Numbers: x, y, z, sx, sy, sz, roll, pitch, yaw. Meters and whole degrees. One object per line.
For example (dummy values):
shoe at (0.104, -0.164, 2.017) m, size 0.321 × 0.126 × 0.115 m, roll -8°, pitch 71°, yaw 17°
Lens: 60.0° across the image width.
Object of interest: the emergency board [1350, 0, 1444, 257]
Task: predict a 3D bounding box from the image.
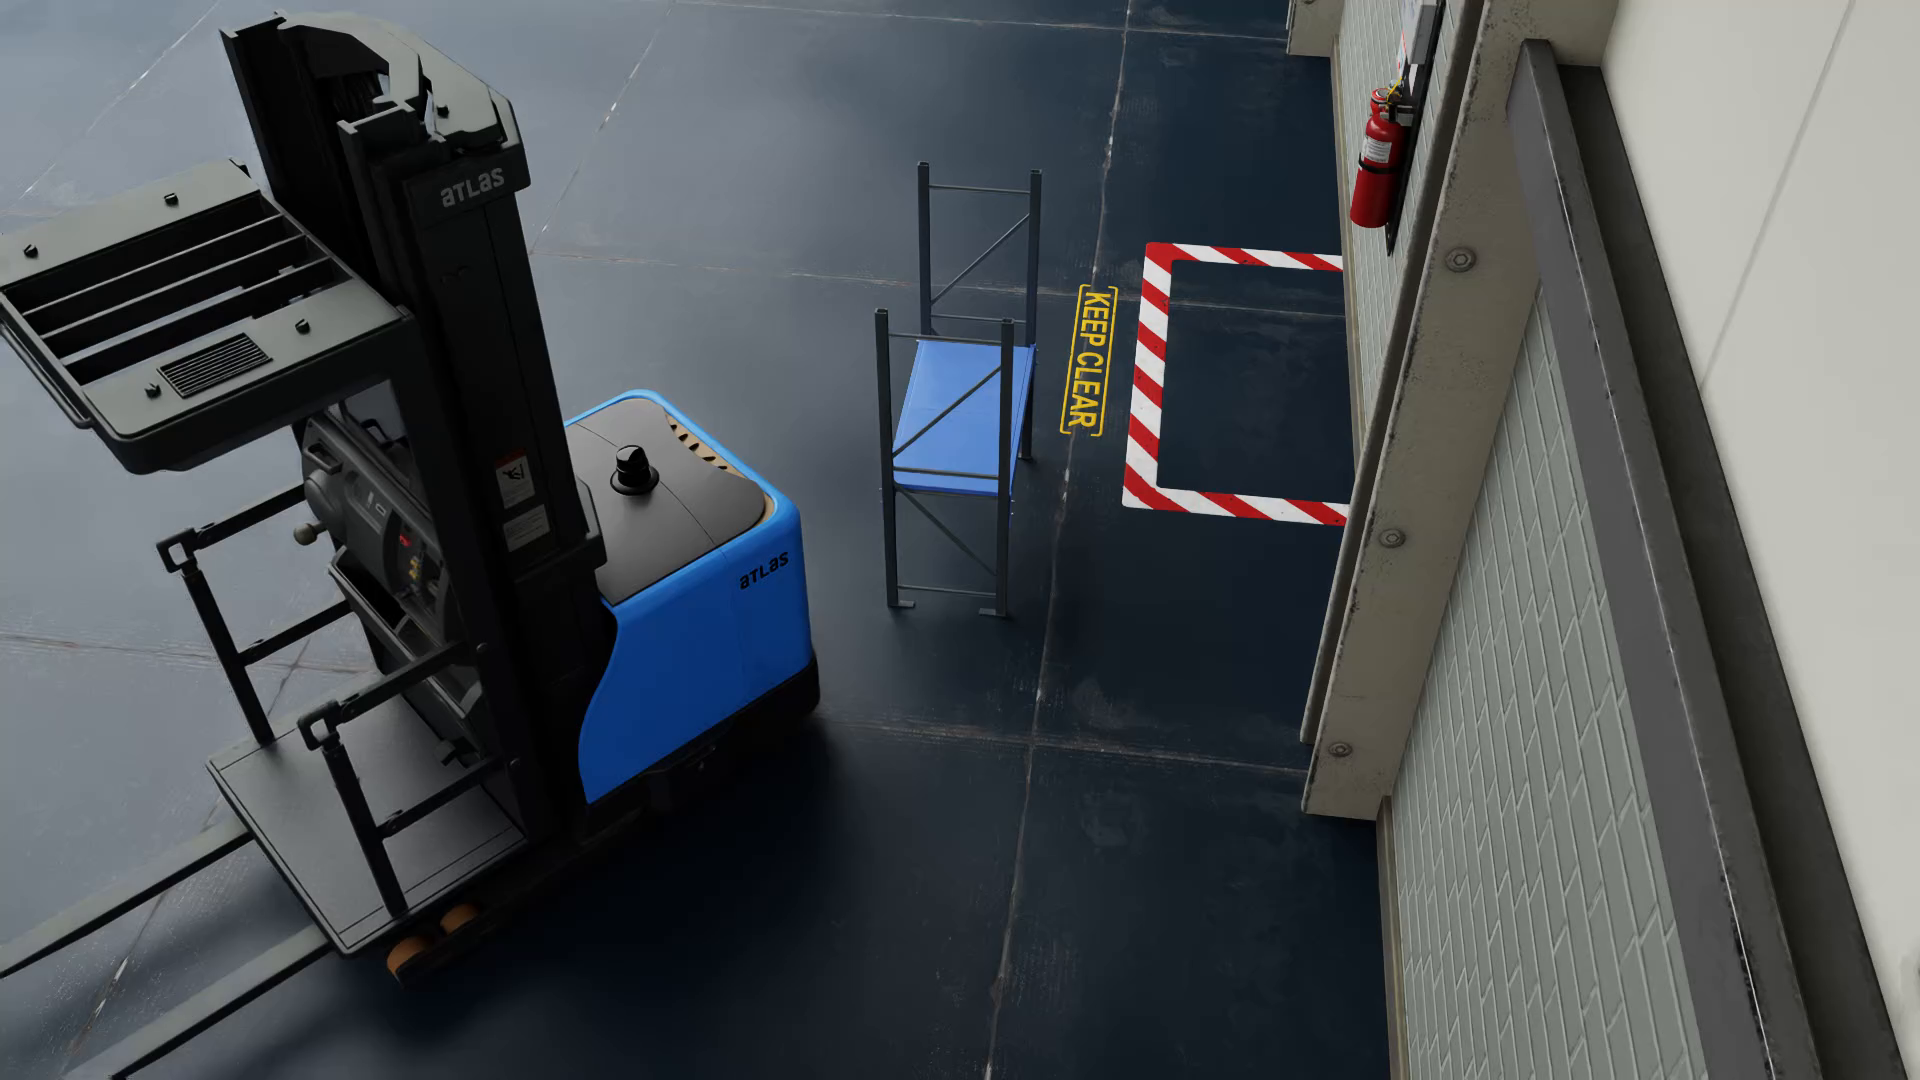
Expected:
emergency board at (1.818, -1.875, 7.071) m, size 0.194 × 1.169 × 0.643 m, roll 5°, pitch 44°, yaw 6°

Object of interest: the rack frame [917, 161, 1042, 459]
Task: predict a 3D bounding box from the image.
rack frame at (0.078, -0.949, 7.184) m, size 0.500 × 1.500 × 0.032 m, roll 5°, pitch 44°, yaw 6°

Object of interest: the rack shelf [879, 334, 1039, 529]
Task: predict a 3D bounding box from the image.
rack shelf at (0.011, -0.472, 6.942) m, size 0.538 × 0.185 × 1.000 m, roll 5°, pitch 44°, yaw 6°

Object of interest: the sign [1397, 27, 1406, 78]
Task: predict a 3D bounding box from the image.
sign at (1.994, -2.256, 7.447) m, size 0.001 × 0.329 × 0.234 m, roll 5°, pitch 44°, yaw 6°

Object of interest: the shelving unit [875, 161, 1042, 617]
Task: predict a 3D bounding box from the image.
shelving unit at (0.011, -0.603, 6.818) m, size 0.538 × 1.500 × 1.048 m, roll 5°, pitch 44°, yaw 6°

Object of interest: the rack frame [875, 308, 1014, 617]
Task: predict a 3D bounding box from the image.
rack frame at (-0.056, -0.256, 6.452) m, size 0.500 × 1.500 × 0.032 m, roll 5°, pitch 44°, yaw 6°

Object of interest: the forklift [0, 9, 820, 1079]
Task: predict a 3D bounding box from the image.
forklift at (-1.981, 0.038, 5.100) m, size 3.031 × 2.935 × 1.130 m, roll -32°, pitch 52°, yaw -29°

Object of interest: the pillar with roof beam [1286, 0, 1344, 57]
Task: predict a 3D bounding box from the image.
pillar with roof beam at (-2.020, -6.853, 7.965) m, size 9.100 × 9.000 × 0.400 m, roll 5°, pitch 44°, yaw 6°

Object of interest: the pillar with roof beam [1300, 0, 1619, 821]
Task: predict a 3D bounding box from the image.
pillar with roof beam at (-2.813, -2.764, 3.647) m, size 9.100 × 9.000 × 0.400 m, roll 5°, pitch 44°, yaw 6°
